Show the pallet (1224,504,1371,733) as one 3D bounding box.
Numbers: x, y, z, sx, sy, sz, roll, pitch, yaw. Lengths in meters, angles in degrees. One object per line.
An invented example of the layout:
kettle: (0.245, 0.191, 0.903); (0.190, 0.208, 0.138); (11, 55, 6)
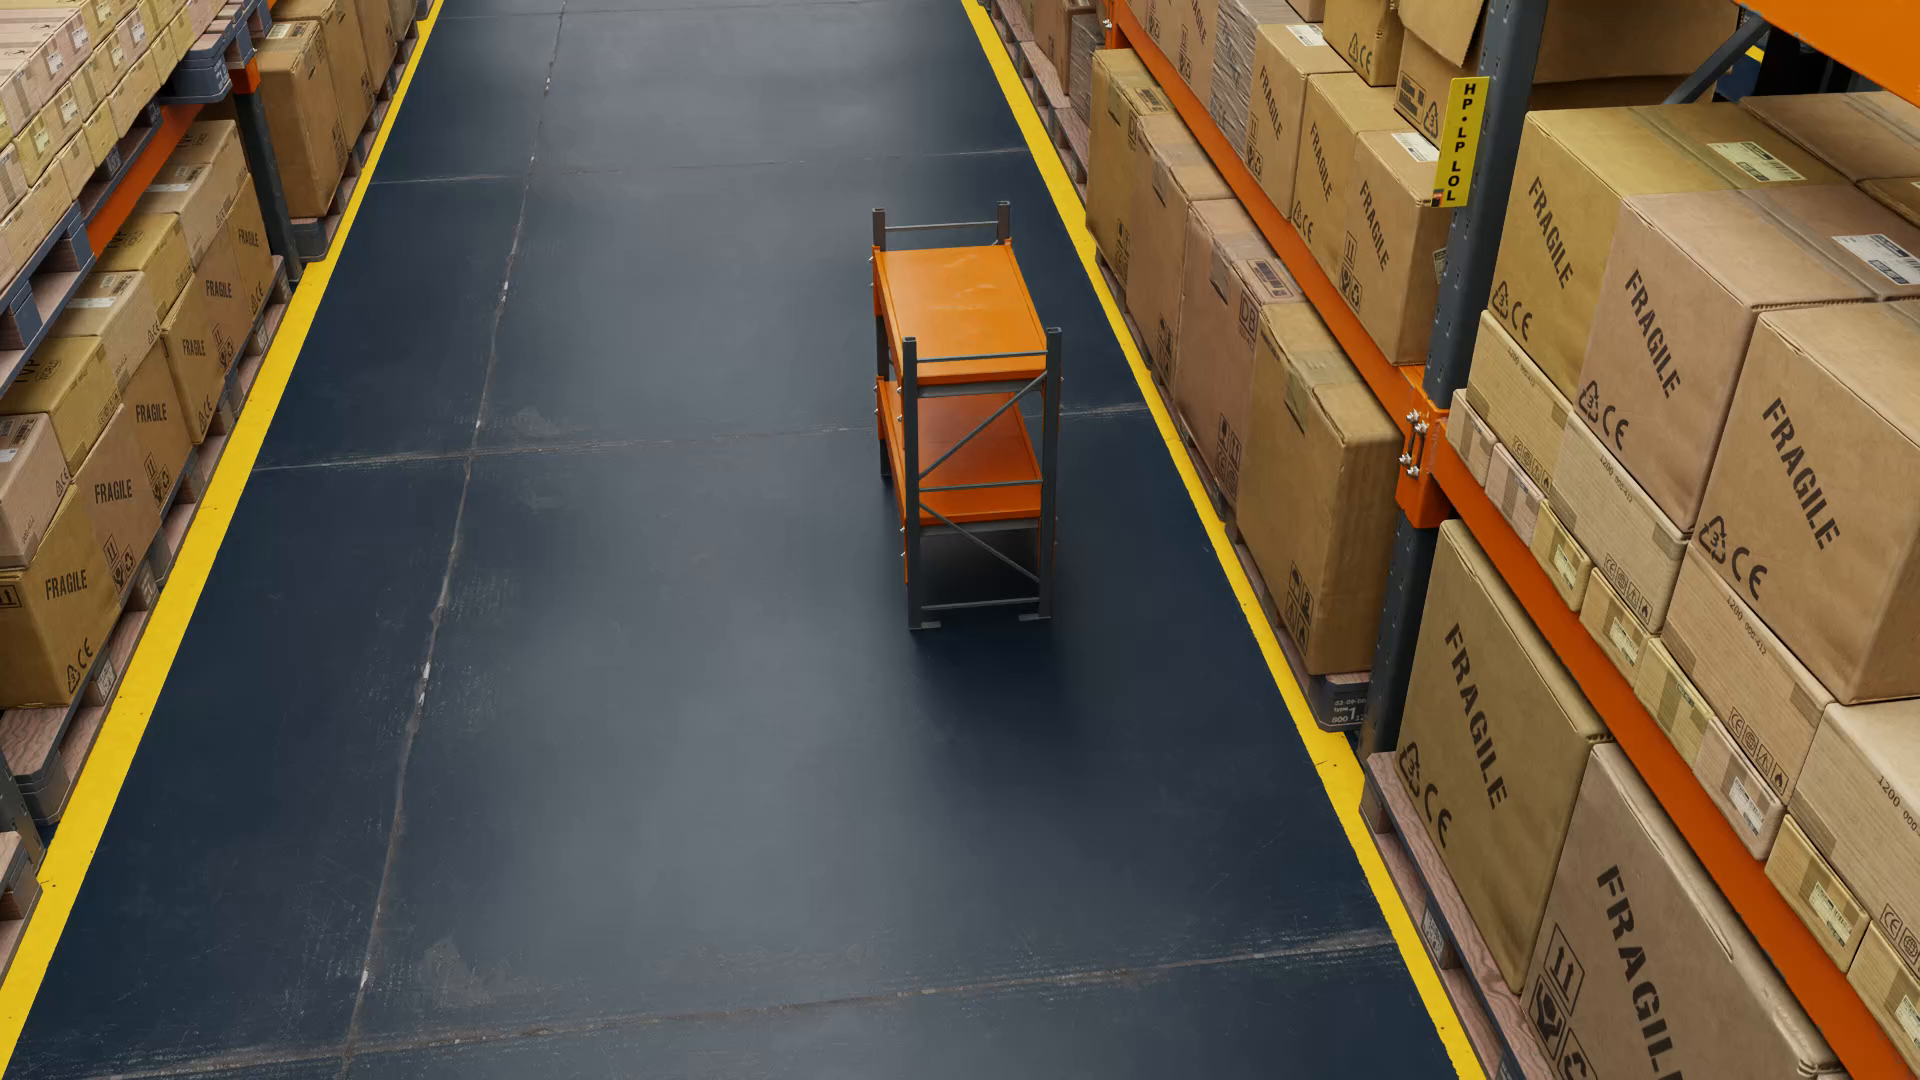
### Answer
pallet: (1.575, 0.163, 5.824); (1.003, 0.211, 1.213); (-4, 35, -6)

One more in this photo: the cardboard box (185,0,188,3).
cardboard box: (-3.119, -2.134, 6.303); (0.380, 0.149, 0.250); (-4, 34, -5)

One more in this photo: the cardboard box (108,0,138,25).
cardboard box: (-3.021, -1.833, 5.598); (0.380, 0.149, 0.250); (-3, 34, -4)

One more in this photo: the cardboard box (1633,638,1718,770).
cardboard box: (1.607, 0.312, 3.351); (0.380, 0.149, 0.250); (-5, 35, -7)

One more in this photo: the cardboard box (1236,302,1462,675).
cardboard box: (1.648, -0.216, 5.417); (1.225, 0.875, 0.875); (-4, 35, -6)

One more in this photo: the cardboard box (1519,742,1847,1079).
cardboard box: (1.884, 1.016, 3.609); (0.875, 0.875, 0.875); (-4, 35, -6)

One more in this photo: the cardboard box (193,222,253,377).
cardboard box: (-3.299, -0.981, 6.872); (0.500, 0.500, 0.500); (-3, 34, -4)

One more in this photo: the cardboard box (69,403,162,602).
cardboard box: (-3.084, -0.114, 5.600); (0.500, 0.500, 0.500); (-3, 34, -4)

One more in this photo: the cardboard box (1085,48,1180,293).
cardboard box: (1.288, -1.706, 7.603); (1.225, 0.875, 0.875); (-6, 35, -9)

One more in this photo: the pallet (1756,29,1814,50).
pallet: (5.897, -3.134, 10.662); (1.003, 0.211, 1.213); (-4, 35, -6)

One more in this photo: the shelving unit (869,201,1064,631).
shelving unit: (0.001, -0.461, 5.928); (0.538, 1.125, 1.048); (-4, 35, -6)

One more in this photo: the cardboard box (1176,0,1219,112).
cardboard box: (1.156, -1.973, 6.393); (0.500, 0.500, 0.500); (-5, 35, -7)

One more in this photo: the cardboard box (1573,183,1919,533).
cardboard box: (1.623, -0.374, 3.338); (0.500, 0.500, 0.500); (-4, 35, -6)

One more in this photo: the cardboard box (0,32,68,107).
cardboard box: (-2.914, -1.396, 4.957); (0.380, 0.149, 0.250); (-5, 35, -7)

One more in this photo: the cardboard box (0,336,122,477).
cardboard box: (-3.086, -0.425, 5.391); (0.500, 0.250, 0.500); (-3, 34, -5)

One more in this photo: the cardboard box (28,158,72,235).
cardboard box: (-2.877, -1.004, 4.910); (0.380, 0.149, 0.250); (-4, 34, -6)

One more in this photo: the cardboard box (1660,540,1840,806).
cardboard box: (1.695, 0.223, 3.128); (0.500, 0.250, 0.500); (-4, 34, -5)

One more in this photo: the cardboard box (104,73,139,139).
cardboard box: (-2.984, -1.439, 5.548); (0.380, 0.149, 0.250); (-6, 35, -9)

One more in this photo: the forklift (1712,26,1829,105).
forklift: (3.435, -1.808, 6.300); (1.130, 2.935, 3.031); (-3, 34, -4)

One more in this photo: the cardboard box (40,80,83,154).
cardboard box: (-2.918, -1.277, 5.046); (0.380, 0.149, 0.250); (-3, 34, -4)

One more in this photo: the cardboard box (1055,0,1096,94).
cardboard box: (0.936, -2.943, 9.733); (0.700, 0.500, 0.500); (-2, 34, -2)

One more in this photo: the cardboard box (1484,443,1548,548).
cardboard box: (1.499, -0.124, 3.992); (0.380, 0.149, 0.250); (-5, 35, -8)

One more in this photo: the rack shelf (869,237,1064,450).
rack shelf: (0.001, -0.703, 5.763); (0.538, 0.278, 1.000); (-4, 35, -6)

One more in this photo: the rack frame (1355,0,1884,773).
rack frame: (1.754, -0.565, 4.415); (1.000, 3.000, 0.127); (-4, 35, -6)

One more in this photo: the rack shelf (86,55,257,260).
rack shelf: (-3.444, -1.064, 5.787); (1.077, 0.370, 4.000); (-4, 35, -6)

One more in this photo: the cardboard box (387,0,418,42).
cardboard box: (-4.078, -3.614, 10.514); (1.050, 0.750, 0.750); (-5, 35, -7)

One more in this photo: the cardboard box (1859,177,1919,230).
cardboard box: (2.144, -0.419, 3.405); (0.500, 0.500, 0.500); (-4, 34, -6)

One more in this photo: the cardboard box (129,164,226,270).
cardboard box: (-3.282, -1.285, 6.653); (0.500, 0.250, 0.500); (-4, 34, -6)

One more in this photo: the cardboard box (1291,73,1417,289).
cardboard box: (1.361, -1.123, 5.146); (0.500, 0.500, 0.500); (-3, 34, -5)

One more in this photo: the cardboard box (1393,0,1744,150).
cardboard box: (1.660, -1.376, 4.627); (0.797, 0.503, 0.637); (-5, 35, -8)

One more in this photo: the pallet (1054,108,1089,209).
pallet: (1.112, -2.081, 9.116); (1.003, 0.211, 1.213); (-4, 35, -6)

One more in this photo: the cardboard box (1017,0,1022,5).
cardboard box: (0.739, -3.834, 11.041); (0.700, 0.500, 0.500); (-7, 35, -10)

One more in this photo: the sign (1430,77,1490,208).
sign: (1.217, -0.964, 4.043); (0.100, 0.325, 0.005); (-4, 35, -6)

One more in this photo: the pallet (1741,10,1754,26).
pallet: (5.730, -3.817, 11.663); (1.003, 0.211, 1.213); (-4, 35, -6)

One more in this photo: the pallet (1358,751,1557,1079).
pallet: (1.779, 1.018, 4.569); (1.003, 0.211, 1.213); (-4, 35, -6)

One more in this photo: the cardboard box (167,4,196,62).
cardboard box: (-3.094, -1.885, 6.203); (0.380, 0.149, 0.250); (-5, 35, -7)

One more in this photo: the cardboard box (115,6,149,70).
cardboard box: (-3.019, -1.709, 5.681); (0.380, 0.149, 0.250); (-4, 34, -5)

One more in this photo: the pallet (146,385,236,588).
pallet: (-3.448, -0.210, 6.370); (1.003, 0.211, 1.213); (-4, 35, -6)

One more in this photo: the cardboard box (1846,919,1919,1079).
cardboard box: (1.712, 0.744, 2.717); (0.380, 0.149, 0.250); (-4, 34, -5)

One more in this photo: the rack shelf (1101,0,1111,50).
rack shelf: (0.947, -3.616, 9.531); (1.077, 0.370, 4.000); (-4, 35, -6)

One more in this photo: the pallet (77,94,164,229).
pallet: (-3.406, -1.297, 5.660); (1.003, 0.211, 1.213); (-4, 35, -6)

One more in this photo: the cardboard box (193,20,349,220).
cardboard box: (-3.705, -2.068, 8.246); (1.050, 0.750, 0.750); (-5, 35, -7)
